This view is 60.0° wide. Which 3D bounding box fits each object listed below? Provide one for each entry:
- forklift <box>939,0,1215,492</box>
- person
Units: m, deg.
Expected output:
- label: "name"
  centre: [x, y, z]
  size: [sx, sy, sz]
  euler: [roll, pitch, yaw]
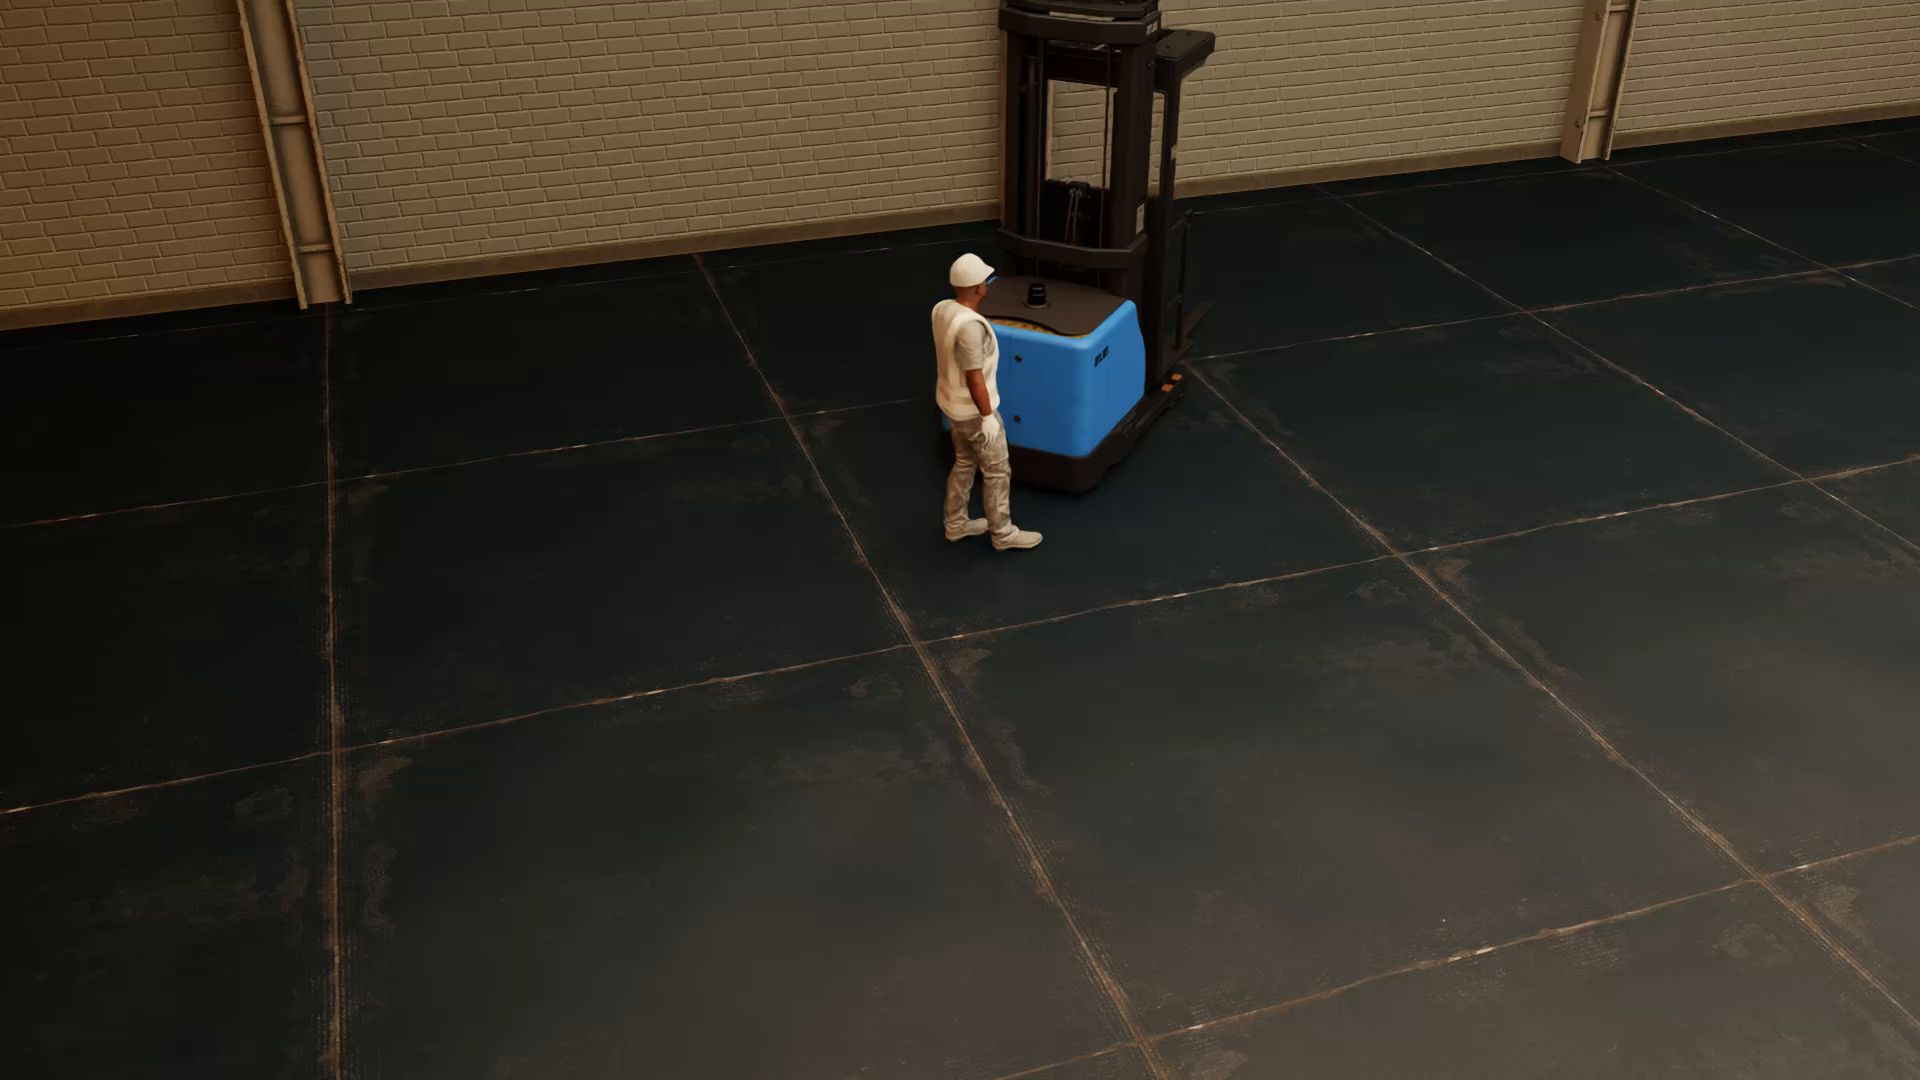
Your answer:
- label: "forklift"
  centre: [0.966, -2.282, 11.052]
  size: [1.130, 2.935, 3.031]
  euler: [14, 33, 22]
- label: "person"
  centre: [0.138, -0.814, 9.672]
  size: [0.563, 1.779, 0.737]
  euler: [-11, 32, -19]
